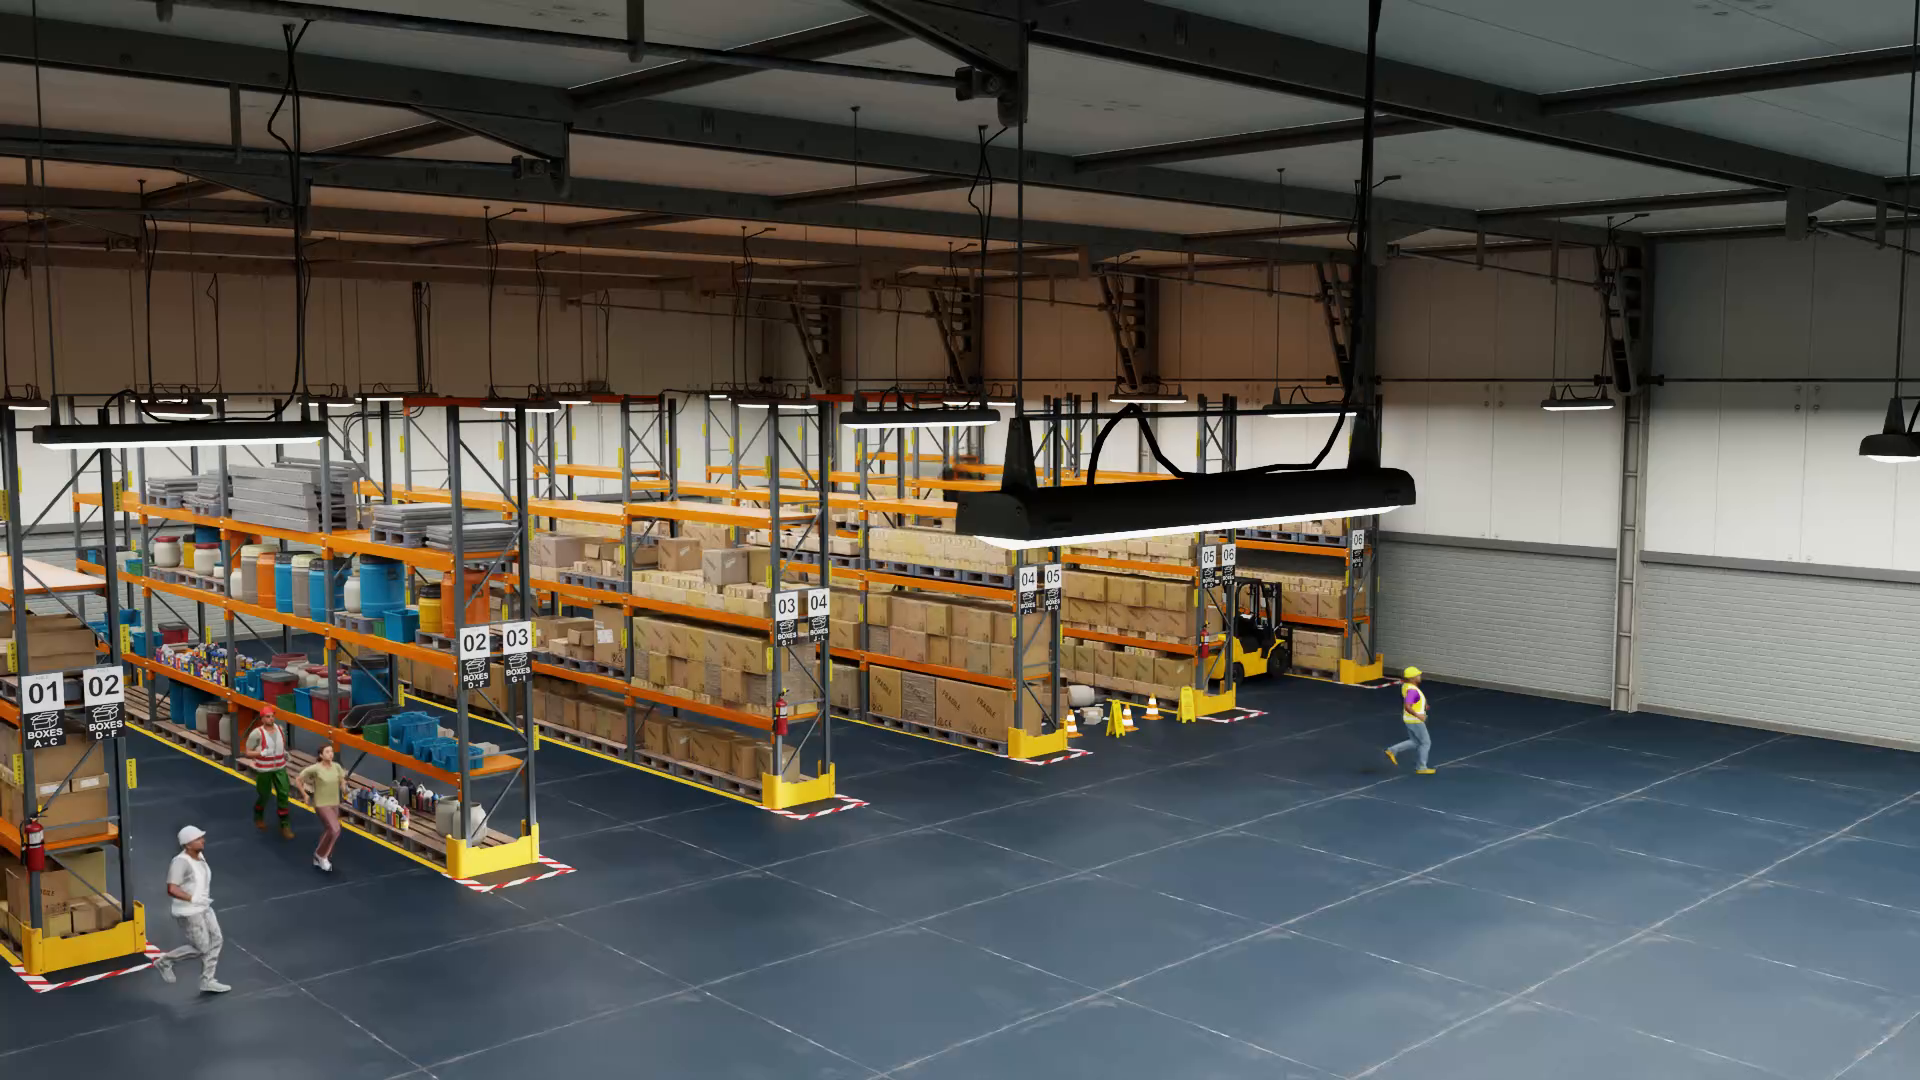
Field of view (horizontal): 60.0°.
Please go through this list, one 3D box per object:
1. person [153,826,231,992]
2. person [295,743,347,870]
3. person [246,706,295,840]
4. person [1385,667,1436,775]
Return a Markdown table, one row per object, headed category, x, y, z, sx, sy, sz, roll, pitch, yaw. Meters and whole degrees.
| category | x | y | z | sx | sy | sz | roll | pitch | yaw |
| --- | --- | --- | --- | --- | --- | --- | --- | --- | --- |
| person | -7.938 | 3.814 | 17.134 | 0.739 | 1.763 | 0.722 | 0 | 6 | -4 |
| person | -8.134 | 3.430 | 21.410 | 0.597 | 1.628 | 0.564 | 3 | 6 | 29 |
| person | -9.546 | 3.191 | 23.005 | 0.920 | 1.809 | 0.648 | 5 | 8 | 44 |
| person | 7.265 | 2.895 | 26.667 | 0.758 | 1.733 | 0.712 | 0 | 6 | 4 |
